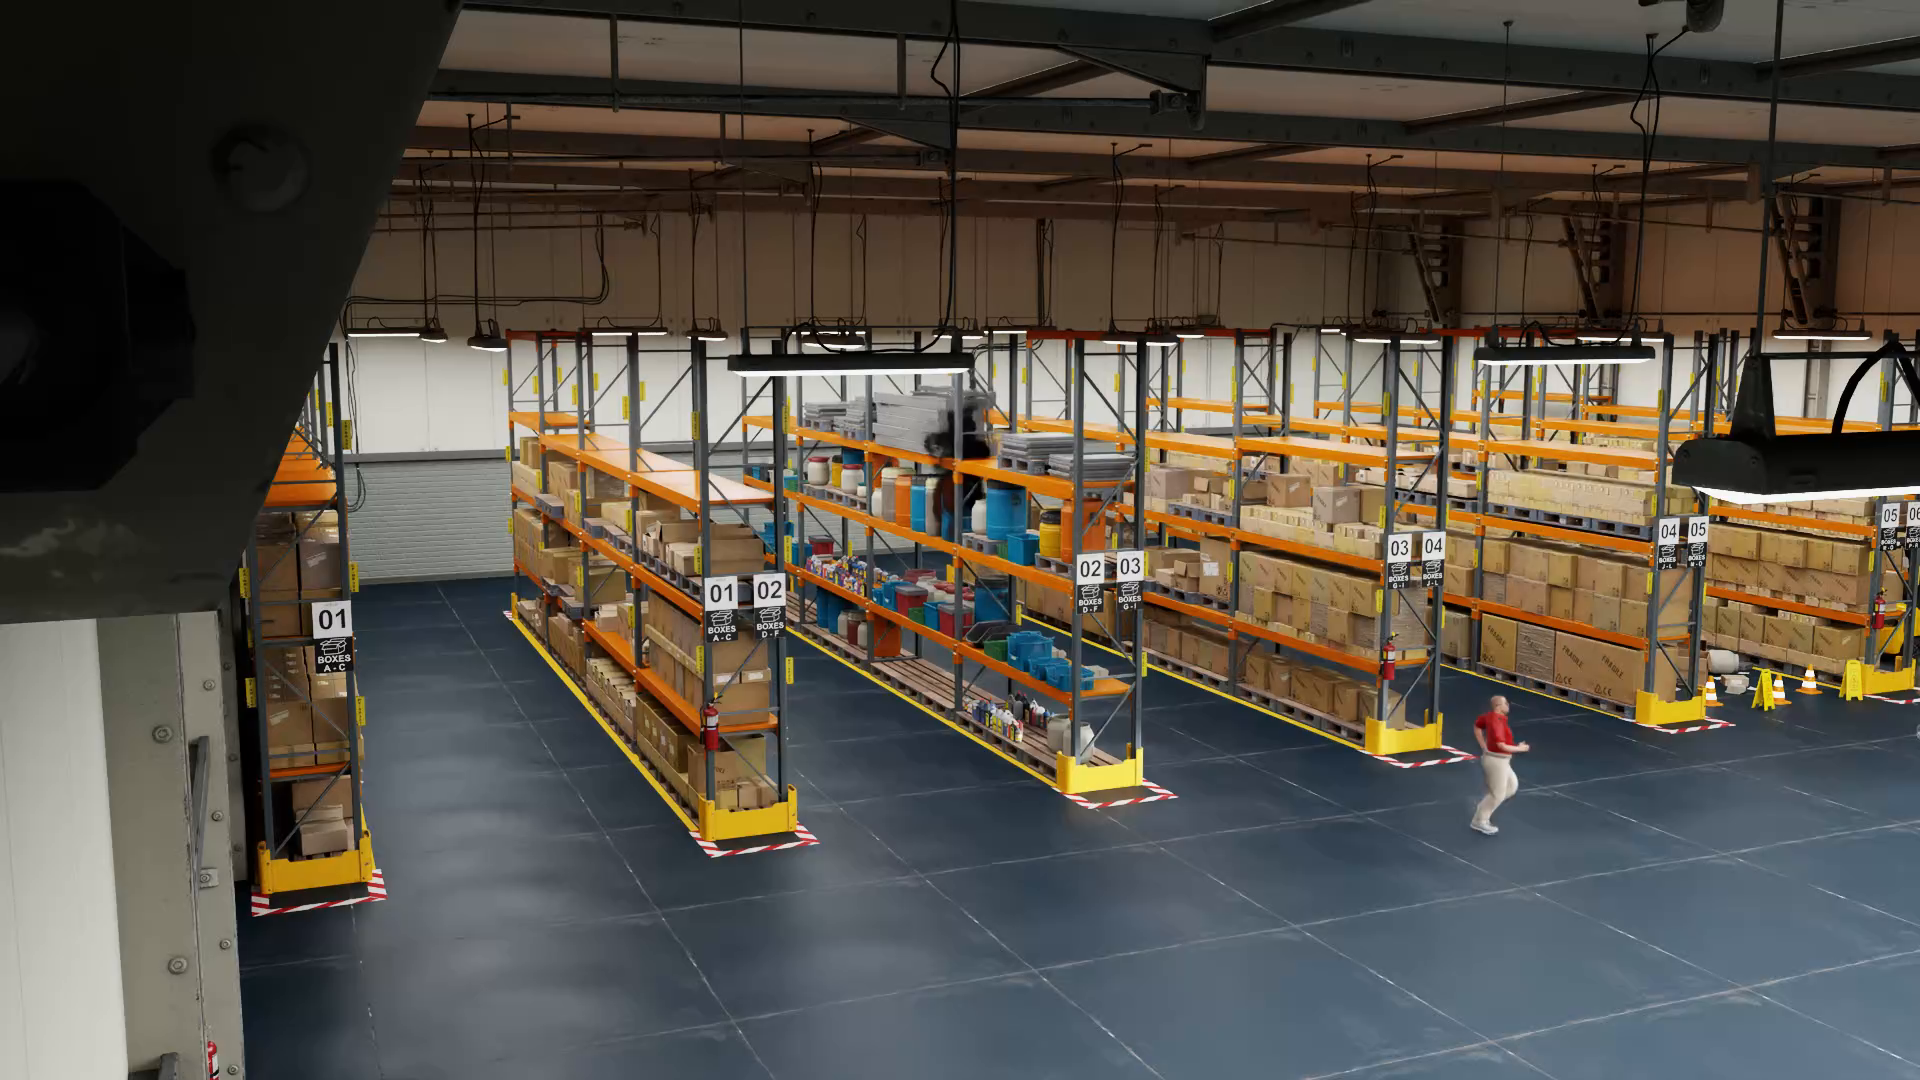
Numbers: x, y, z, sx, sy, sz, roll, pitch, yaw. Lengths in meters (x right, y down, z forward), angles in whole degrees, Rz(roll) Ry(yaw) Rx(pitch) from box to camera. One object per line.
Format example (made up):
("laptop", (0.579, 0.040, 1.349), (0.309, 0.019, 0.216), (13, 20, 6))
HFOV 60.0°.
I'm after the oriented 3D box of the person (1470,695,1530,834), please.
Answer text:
("person", (6.594, 2.731, 20.294), (0.651, 1.710, 0.686), (1, 8, 10))
